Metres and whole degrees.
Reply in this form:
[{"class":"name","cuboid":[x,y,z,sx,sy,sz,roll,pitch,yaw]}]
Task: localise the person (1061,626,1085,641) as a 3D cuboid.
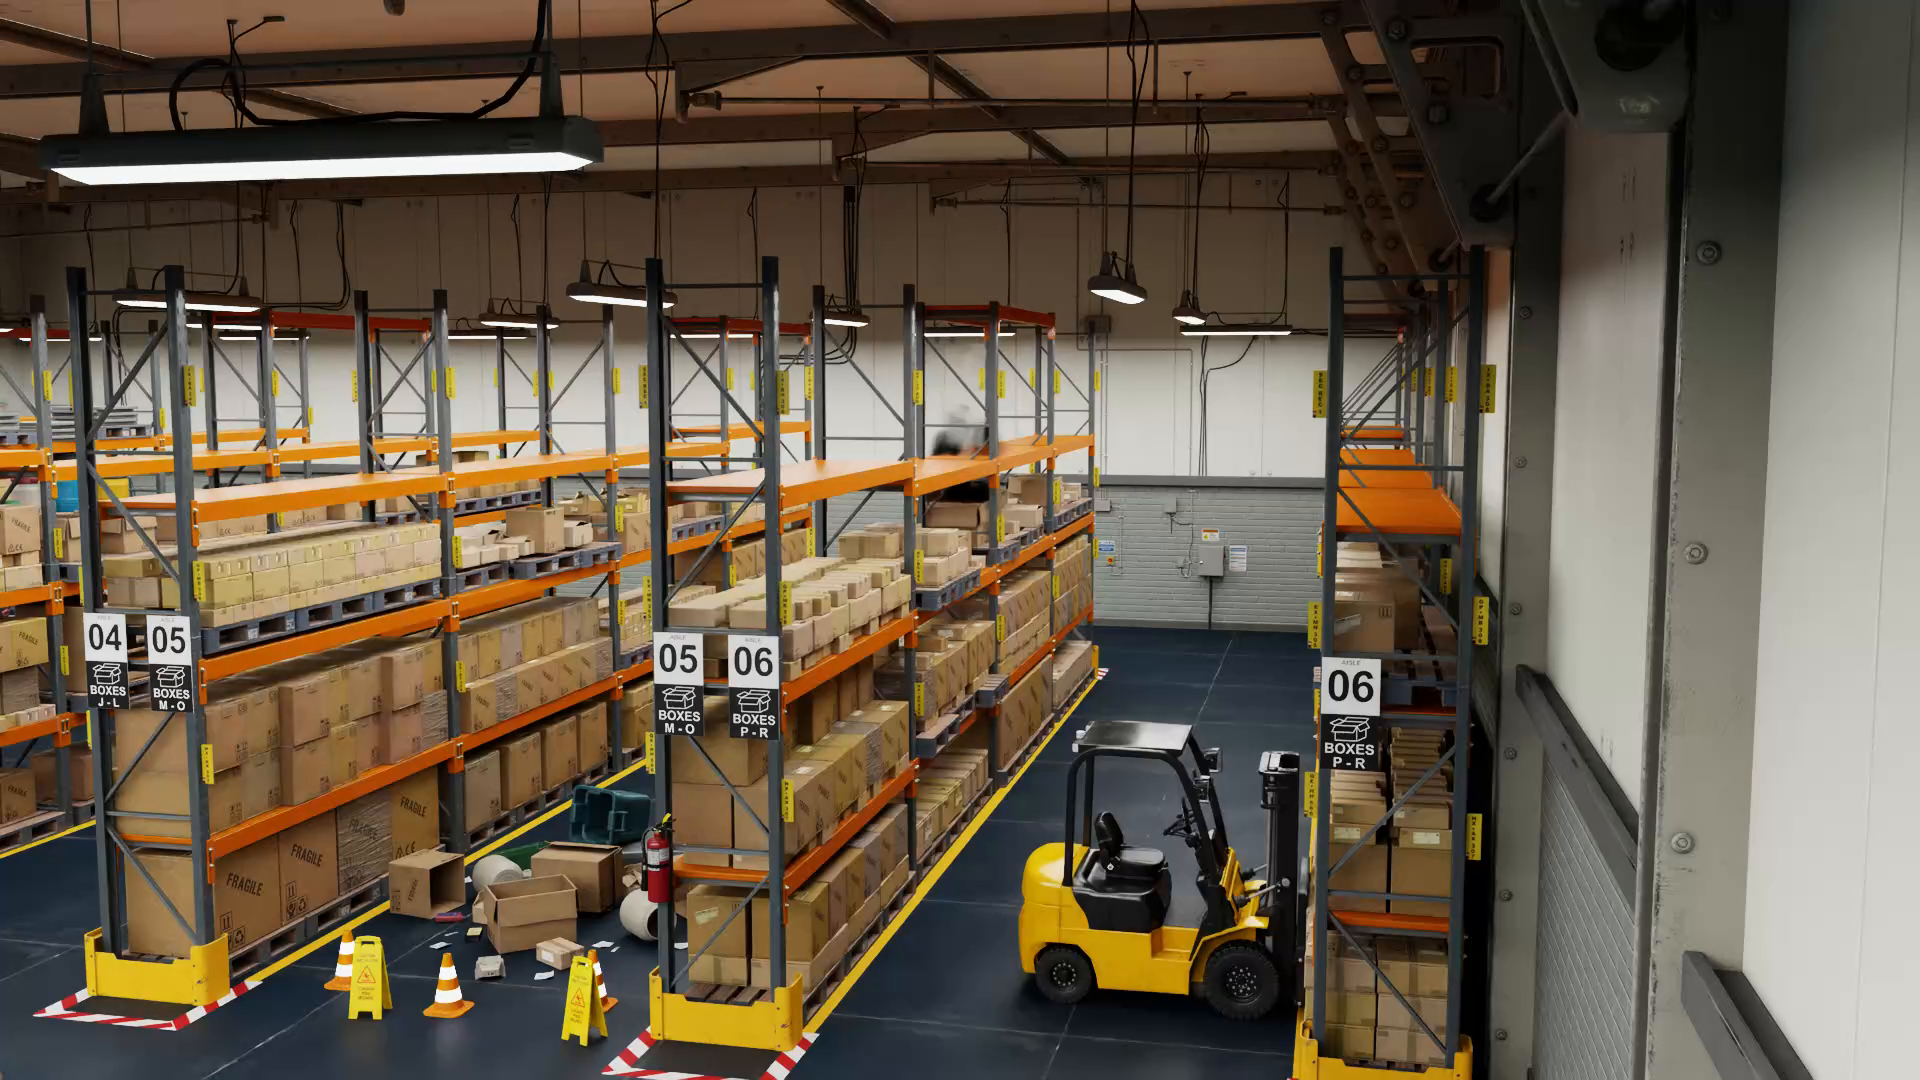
[{"class":"person","cuboid":[1.907,1.383,29.578,0.777,1.604,0.578,3,6,24]}]
